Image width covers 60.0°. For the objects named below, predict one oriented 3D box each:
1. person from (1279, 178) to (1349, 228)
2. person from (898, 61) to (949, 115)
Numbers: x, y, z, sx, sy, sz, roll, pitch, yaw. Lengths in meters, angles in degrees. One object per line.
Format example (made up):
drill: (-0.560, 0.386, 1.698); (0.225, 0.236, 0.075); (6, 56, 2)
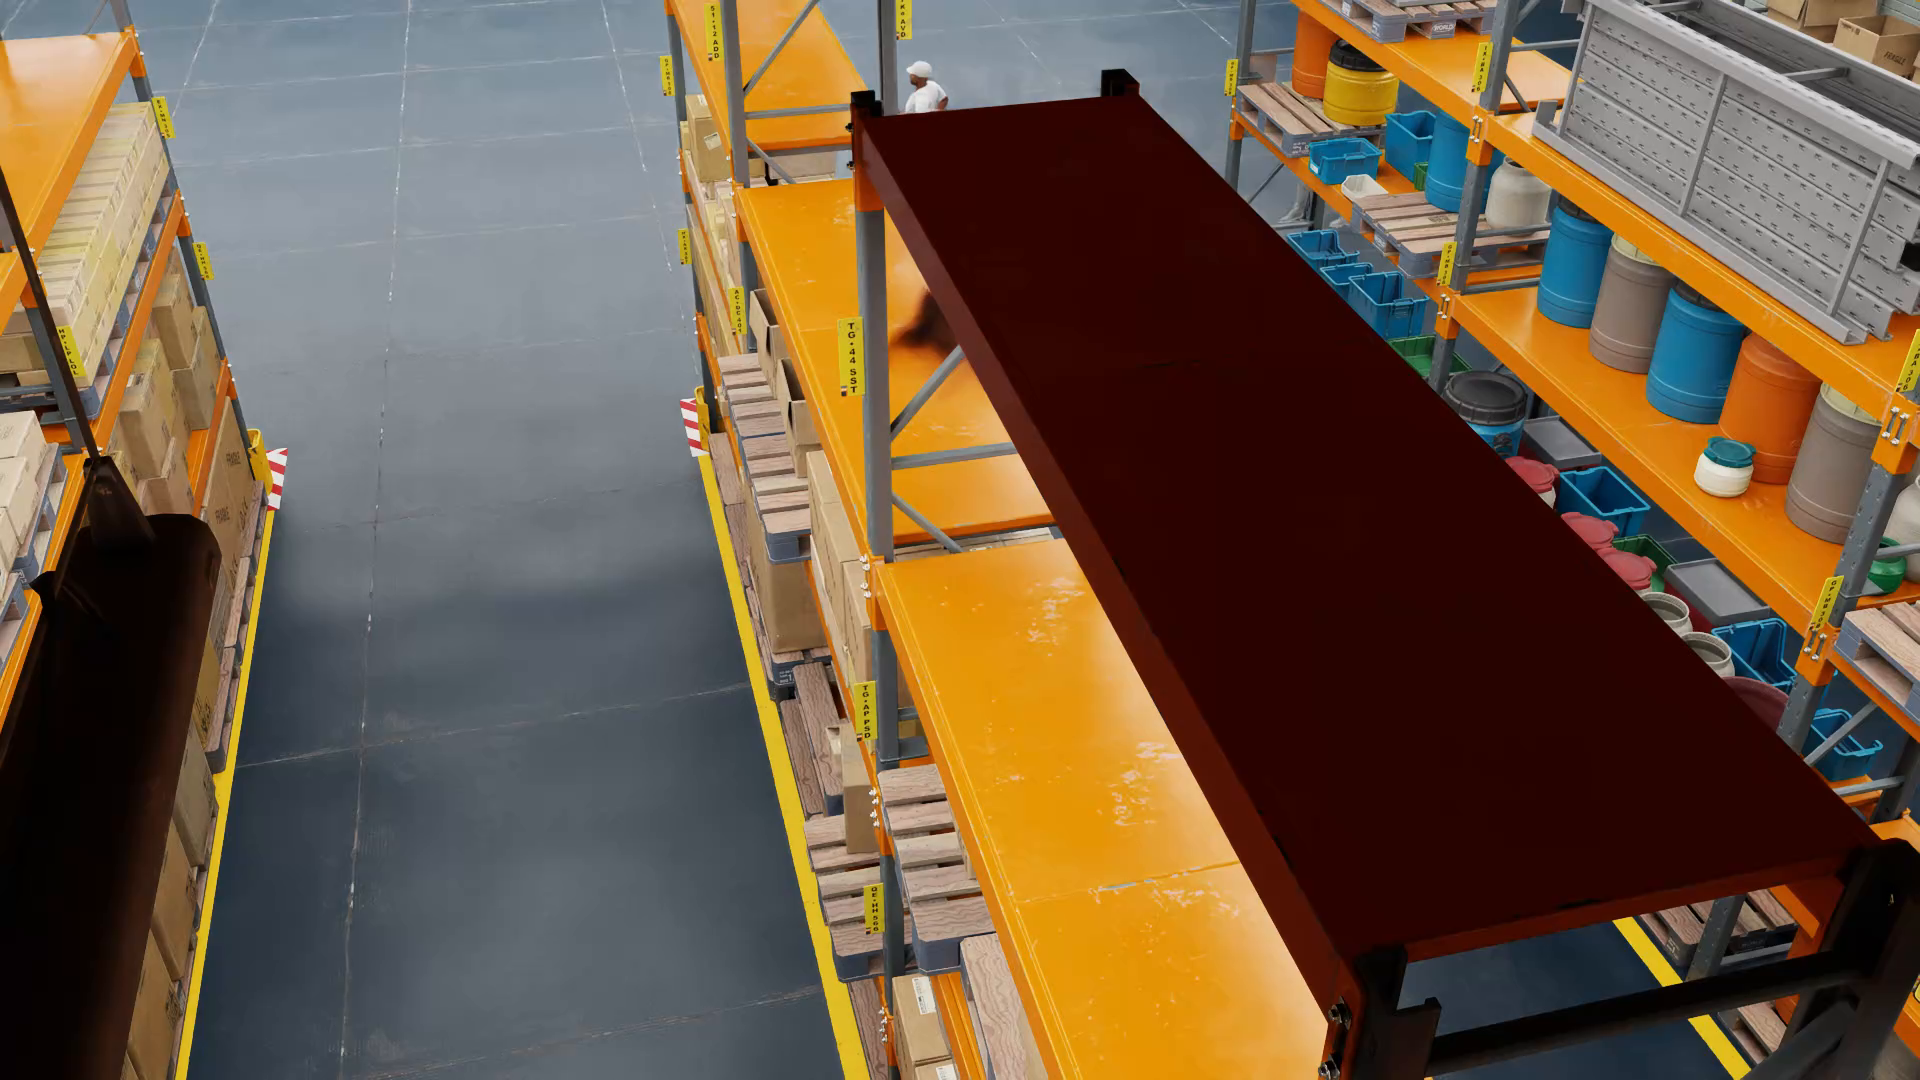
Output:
person: (4.145, -4.347, 18.919); (0.850, 1.728, 0.596); (9, 35, 13)
person: (-0.450, -4.684, 19.315); (0.888, 1.765, 0.704); (3, 35, 5)
